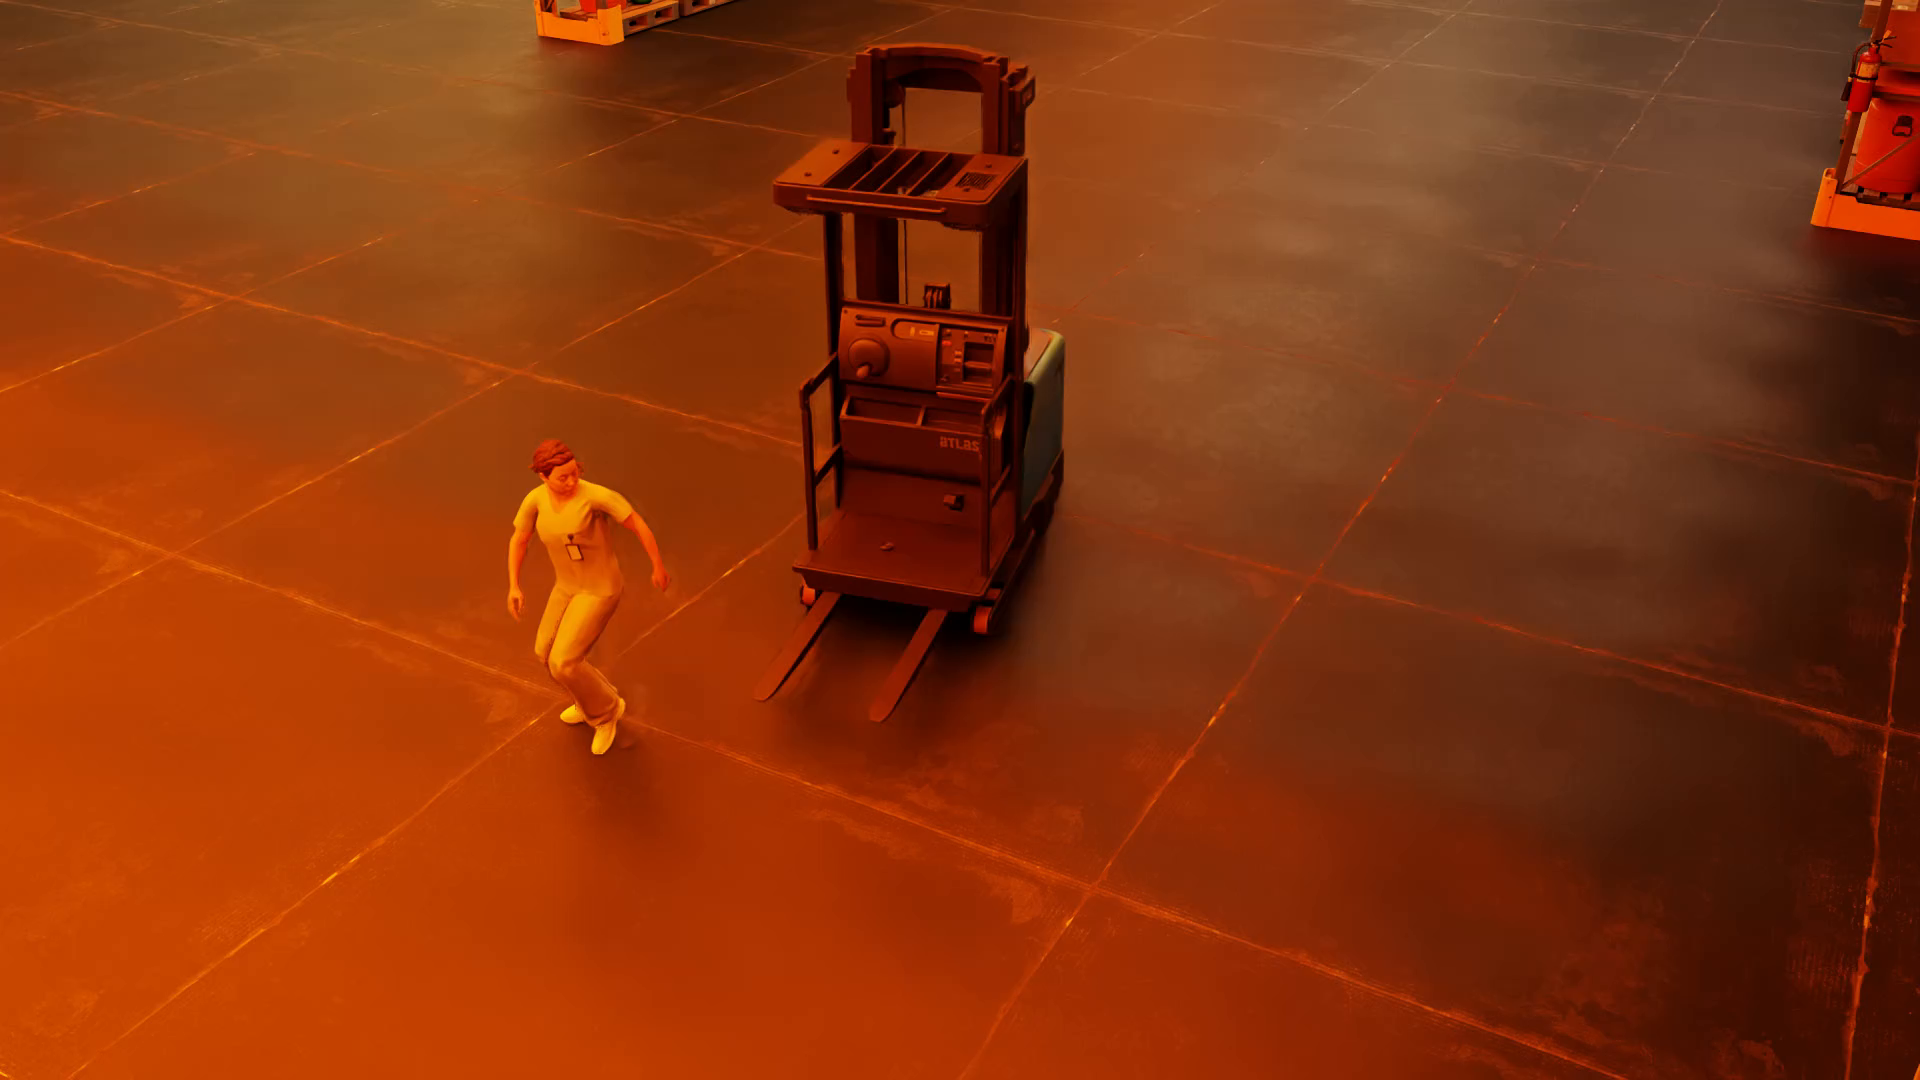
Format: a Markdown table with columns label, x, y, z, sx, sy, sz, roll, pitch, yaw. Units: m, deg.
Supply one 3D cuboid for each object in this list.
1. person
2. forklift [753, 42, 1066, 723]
| label | x | y | z | sx | sy | sz | roll | pitch | yaw |
| --- | --- | --- | --- | --- | --- | --- | --- | --- | --- |
| person | -1.825 | 0.252 | 7.986 | 0.616 | 1.617 | 0.655 | 21 | 36 | 32 |
| forklift | -0.262 | -0.968 | 8.749 | 1.130 | 2.935 | 3.031 | 9 | 31 | 14 |
